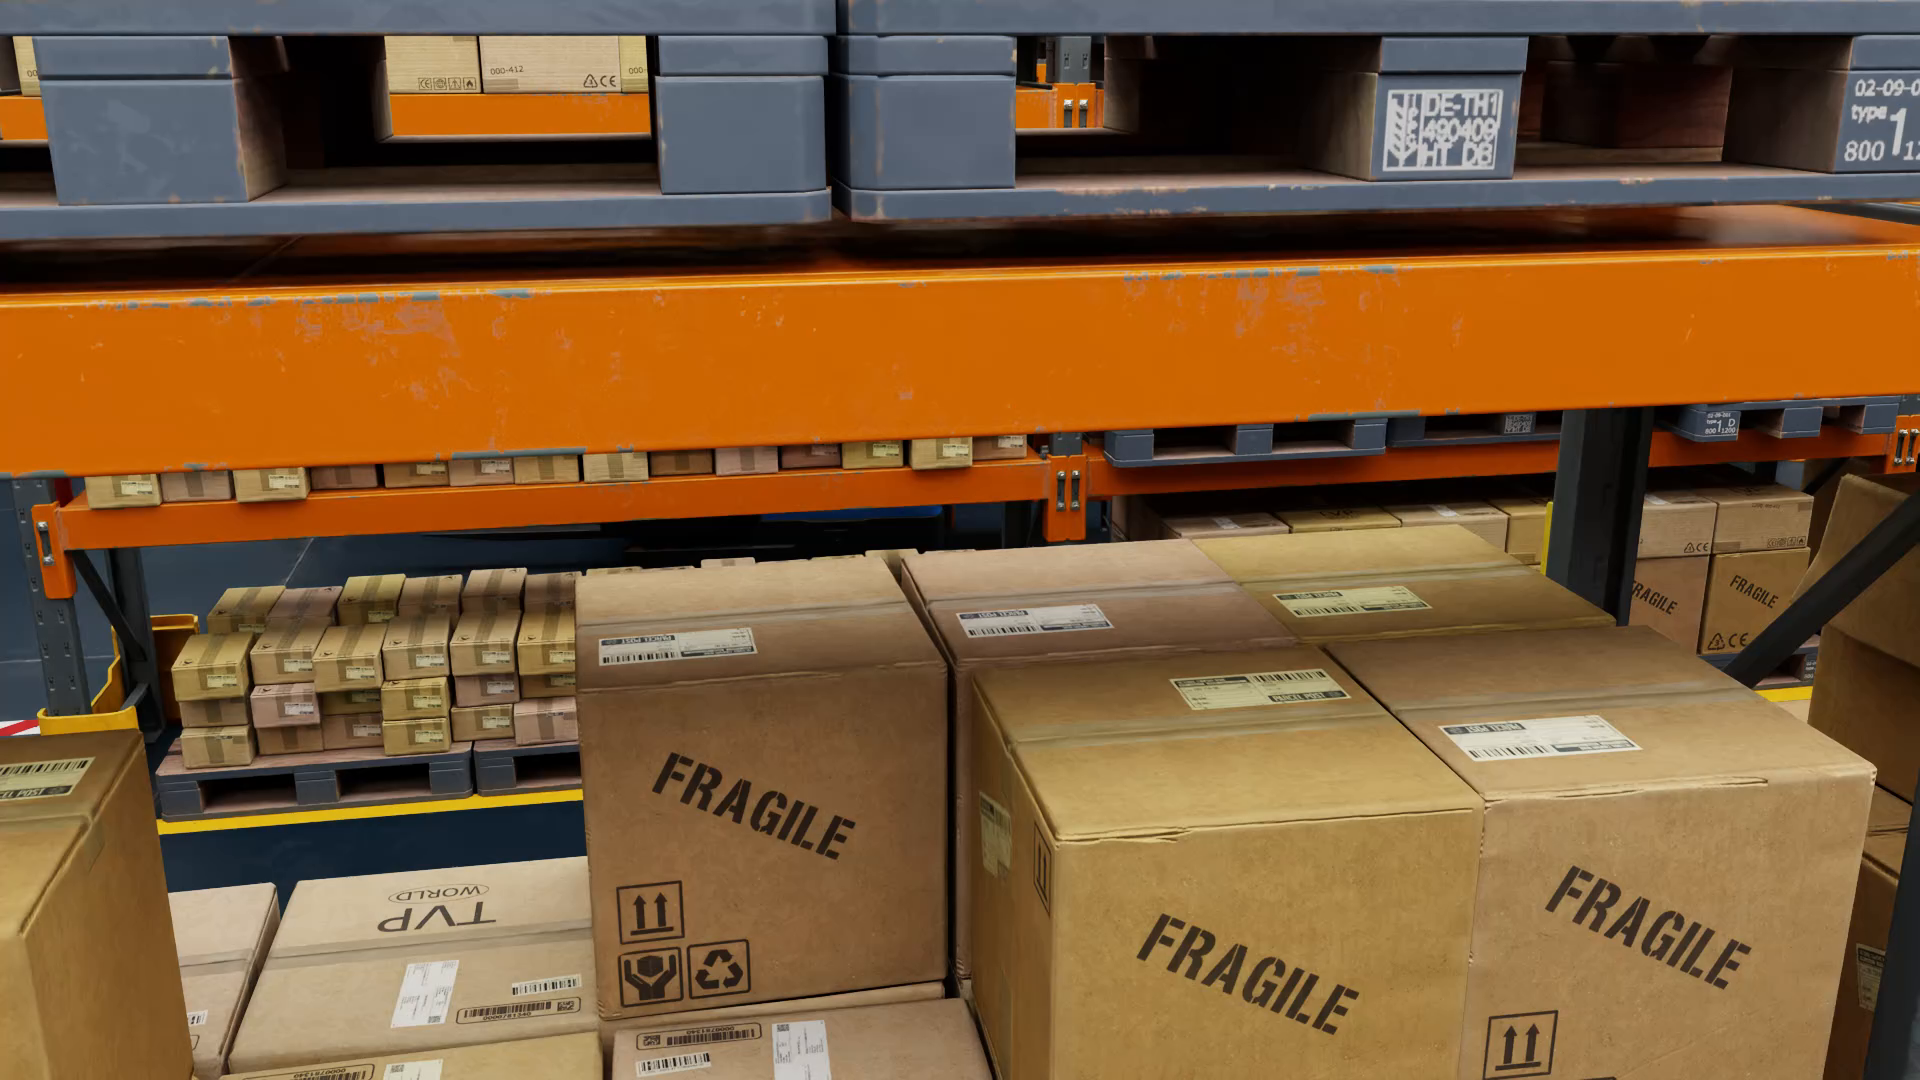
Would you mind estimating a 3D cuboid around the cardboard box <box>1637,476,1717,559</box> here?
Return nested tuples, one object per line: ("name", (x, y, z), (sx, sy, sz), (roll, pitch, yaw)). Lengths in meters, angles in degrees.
("cardboard box", (3.169, -0.107, 7.816), (0.500, 0.250, 0.500), (-3, 17, -10))

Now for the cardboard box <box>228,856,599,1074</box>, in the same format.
("cardboard box", (-0.795, 0.733, 2.566), (0.500, 0.250, 0.500), (-3, 17, -10))

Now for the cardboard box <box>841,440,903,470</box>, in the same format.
("cardboard box", (-0.385, -0.418, 6.991), (0.250, 0.149, 0.380), (-3, 17, -8))

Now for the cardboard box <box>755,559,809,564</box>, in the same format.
("cardboard box", (-0.793, 0.220, 7.613), (0.250, 0.149, 0.380), (-4, 17, -12))

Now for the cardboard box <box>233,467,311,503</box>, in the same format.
("cardboard box", (-2.674, -0.271, 6.513), (0.250, 0.149, 0.380), (-4, 17, -12))

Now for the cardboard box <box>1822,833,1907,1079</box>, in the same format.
("cardboard box", (1.698, 0.769, 2.528), (0.500, 0.500, 0.500), (-3, 17, -10))

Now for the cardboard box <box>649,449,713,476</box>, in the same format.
("cardboard box", (-1.164, -0.388, 6.894), (0.250, 0.149, 0.380), (-4, 17, -11))

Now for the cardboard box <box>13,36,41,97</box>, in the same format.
("cardboard box", (-3.081, -1.755, 6.065), (0.500, 0.250, 0.500), (-3, 17, -8))

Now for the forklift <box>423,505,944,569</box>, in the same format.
("forklift", (-1.640, -1.355, 9.731), (3.031, 2.935, 1.130), (-1, 17, -5))

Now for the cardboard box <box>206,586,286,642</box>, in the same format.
("cardboard box", (-3.098, 0.333, 7.245), (0.250, 0.149, 0.380), (-3, 17, -10))

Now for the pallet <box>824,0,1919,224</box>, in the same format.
("pallet", (0.394, -0.578, 2.127), (1.213, 0.211, 1.003), (-3, 17, -10))

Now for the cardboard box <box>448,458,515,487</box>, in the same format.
("cardboard box", (-1.927, -0.339, 6.733), (0.250, 0.149, 0.380), (-4, 17, -12))

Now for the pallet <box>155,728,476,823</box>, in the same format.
("pallet", (-2.691, 0.852, 7.179), (1.213, 0.211, 1.003), (-3, 17, -10))

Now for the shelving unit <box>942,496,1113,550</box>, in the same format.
("shelving unit", (0.422, -0.532, 10.129), (1.048, 1.125, 0.538), (-1, 17, -5))

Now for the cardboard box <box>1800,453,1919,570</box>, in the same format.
("cardboard box", (4.899, -0.021, 8.387), (0.750, 0.750, 1.050), (-3, 17, -11))

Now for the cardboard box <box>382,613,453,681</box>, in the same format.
("cardboard box", (-2.244, 0.440, 6.898), (0.250, 0.149, 0.380), (-4, 18, -13))

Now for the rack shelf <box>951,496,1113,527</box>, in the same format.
("rack shelf", (0.422, -0.298, 10.200), (1.000, 0.278, 0.538), (-1, 17, -5))

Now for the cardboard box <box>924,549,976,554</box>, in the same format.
("cardboard box", (-0.020, 0.172, 7.769), (0.250, 0.149, 0.380), (-3, 17, -8))

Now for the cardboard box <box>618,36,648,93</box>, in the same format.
("cardboard box", (-1.064, -1.869, 6.434), (0.500, 0.250, 0.500), (-3, 17, -11))

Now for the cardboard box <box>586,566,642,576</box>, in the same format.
("cardboard box", (-1.560, 0.252, 7.509), (0.250, 0.149, 0.380), (-3, 17, -10))

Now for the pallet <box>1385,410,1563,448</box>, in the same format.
("pallet", (2.349, -0.674, 7.723), (1.213, 0.211, 1.003), (-3, 17, -10))

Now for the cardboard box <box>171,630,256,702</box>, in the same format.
("cardboard box", (-2.991, 0.505, 6.687), (0.250, 0.149, 0.380), (-4, 18, -13))

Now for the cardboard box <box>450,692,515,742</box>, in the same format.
("cardboard box", (-2.007, 0.705, 7.048), (0.250, 0.149, 0.380), (-3, 17, -10))

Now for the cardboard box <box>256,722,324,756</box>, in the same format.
("cardboard box", (-2.754, 0.745, 6.917), (0.250, 0.149, 0.380), (-3, 17, -11))

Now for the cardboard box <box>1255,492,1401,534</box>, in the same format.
("cardboard box", (1.655, -0.024, 7.547), (0.500, 0.250, 0.500), (-3, 17, -9))

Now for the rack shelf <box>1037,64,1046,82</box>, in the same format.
("rack shelf", (1.283, -3.287, 12.023), (4.000, 0.370, 1.077), (-3, 17, -10))

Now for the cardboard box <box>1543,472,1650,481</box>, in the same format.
("cardboard box", (3.064, -0.255, 8.298), (0.500, 0.250, 0.500), (-3, 17, -11))

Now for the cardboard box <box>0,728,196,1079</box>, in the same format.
("cardboard box", (-1.208, 0.557, 1.860), (0.500, 0.500, 0.500), (-4, 17, -12))

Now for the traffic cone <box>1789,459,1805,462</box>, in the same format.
("traffic cone", (6.222, -0.846, 12.279), (0.334, 0.463, 0.336), (-3, 17, -10))

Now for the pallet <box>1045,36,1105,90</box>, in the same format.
("pallet", (0.984, -2.012, 6.966), (1.003, 0.211, 1.213), (-3, 17, -10))

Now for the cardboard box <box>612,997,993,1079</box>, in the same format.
("cardboard box", (-0.194, 0.859, 2.156), (0.500, 0.250, 0.500), (-3, 17, -9))

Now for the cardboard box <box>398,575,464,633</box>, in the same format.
("cardboard box", (-2.344, 0.289, 7.390), (0.250, 0.149, 0.380), (-4, 18, -13))

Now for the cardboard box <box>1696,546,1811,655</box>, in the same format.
("cardboard box", (3.688, 0.219, 8.033), (0.500, 0.500, 0.500), (-3, 17, -11))

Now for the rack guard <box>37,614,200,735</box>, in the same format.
("rack guard", (-3.496, 0.749, 7.022), (0.348, 0.500, 1.175), (-3, 17, -10))

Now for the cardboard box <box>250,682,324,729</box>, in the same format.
("cardboard box", (-2.727, 0.624, 6.806), (0.250, 0.149, 0.380), (-3, 17, -11))

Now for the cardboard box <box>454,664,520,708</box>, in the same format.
("cardboard box", (-1.989, 0.559, 7.015), (0.250, 0.149, 0.380), (-4, 18, -13))

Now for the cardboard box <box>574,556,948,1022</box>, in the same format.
("cardboard box", (-0.315, 0.350, 2.534), (0.500, 0.500, 0.500), (-4, 17, -12))

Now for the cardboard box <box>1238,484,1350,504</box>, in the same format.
("cardboard box", (1.548, -0.168, 8.015), (0.500, 0.250, 0.500), (-2, 17, -8))

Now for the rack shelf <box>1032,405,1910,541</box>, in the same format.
("rack shelf", (2.321, -0.432, 7.835), (4.000, 0.370, 1.077), (-3, 17, -10))
